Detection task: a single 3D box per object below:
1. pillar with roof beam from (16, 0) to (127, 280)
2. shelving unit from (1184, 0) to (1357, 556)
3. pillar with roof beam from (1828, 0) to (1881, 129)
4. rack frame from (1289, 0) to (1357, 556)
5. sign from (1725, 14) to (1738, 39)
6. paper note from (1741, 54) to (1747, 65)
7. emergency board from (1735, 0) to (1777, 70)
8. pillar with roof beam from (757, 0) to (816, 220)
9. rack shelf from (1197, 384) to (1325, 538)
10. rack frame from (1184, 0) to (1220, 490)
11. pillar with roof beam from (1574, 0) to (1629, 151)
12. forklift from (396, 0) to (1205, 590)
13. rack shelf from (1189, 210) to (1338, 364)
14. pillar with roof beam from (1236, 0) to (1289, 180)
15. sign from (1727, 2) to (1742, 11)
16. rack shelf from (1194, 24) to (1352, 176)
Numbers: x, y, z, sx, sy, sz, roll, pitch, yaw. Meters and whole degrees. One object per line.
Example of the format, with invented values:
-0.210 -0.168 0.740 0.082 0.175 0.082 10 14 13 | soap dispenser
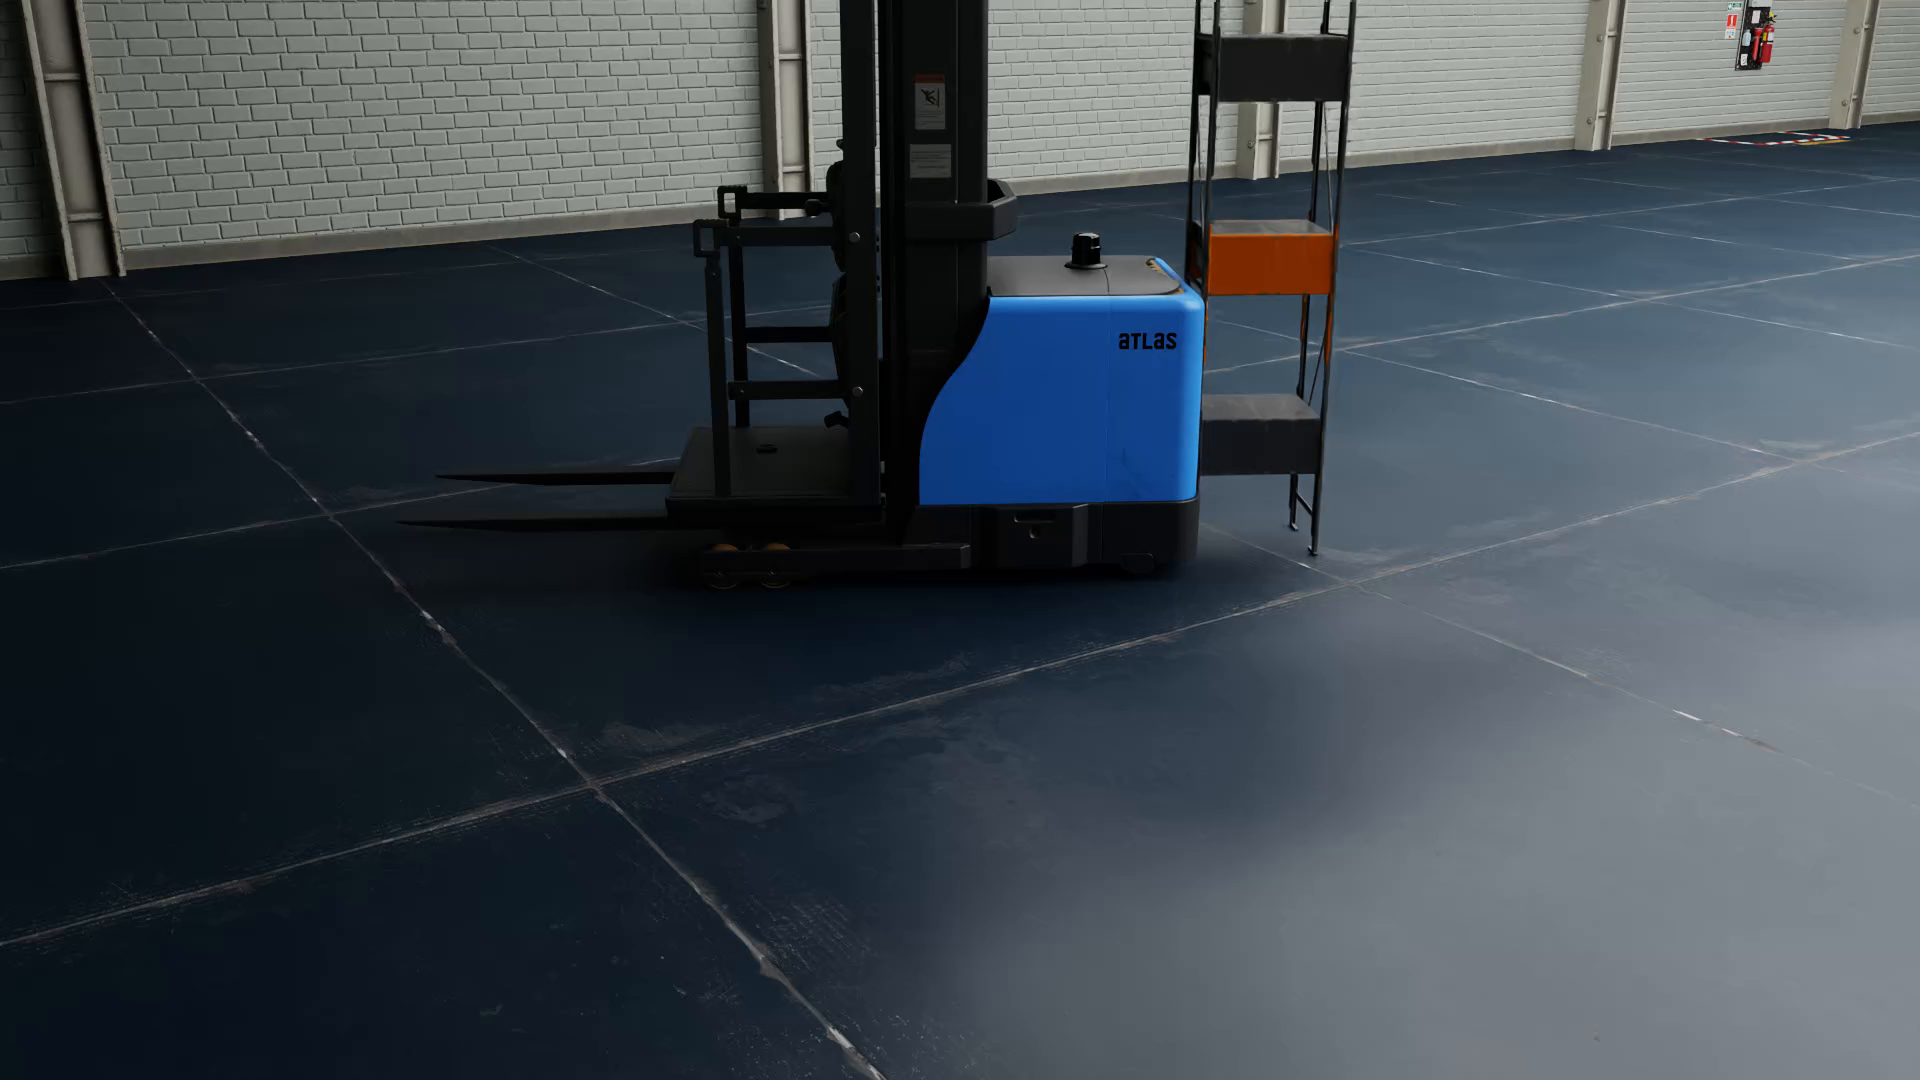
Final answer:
-4.264 -5.142 7.905 0.400 9.000 9.100 -12 22 -31 | pillar with roof beam
1.147 -0.993 6.402 0.503 2.100 0.431 -1 19 -3 | shelving unit
15.780 -9.370 20.409 0.400 9.000 9.100 -12 22 -31 | pillar with roof beam
1.391 -0.997 6.413 0.015 2.100 0.400 -1 19 -3 | rack frame
10.809 -7.201 23.306 0.234 0.329 0.001 -12 22 -31 | sign
11.142 -6.824 23.622 0.142 0.148 0.016 -12 22 -31 | paper note
11.328 -7.254 23.518 0.643 1.169 0.194 -12 22 -31 | emergency board
0.747 -6.199 11.031 0.400 9.000 9.100 -12 22 -31 | pillar with roof beam
1.147 -0.317 6.631 0.480 0.518 0.431 -1 19 -3 | rack shelf
0.903 -0.989 6.391 0.015 2.100 0.400 -1 19 -3 | rack frame
10.769 -8.313 17.283 0.400 9.000 9.100 -12 22 -31 | pillar with roof beam
-0.630 -1.378 6.245 3.031 2.935 1.130 -1 19 -3 | forklift
1.147 -0.980 6.406 0.480 0.518 0.431 -1 19 -3 | rack shelf
5.758 -7.256 14.157 0.400 9.000 9.100 -12 22 -31 | pillar with roof beam
10.818 -7.451 23.217 0.331 0.109 0.001 -12 22 -31 | sign
1.147 -1.643 6.182 0.480 0.518 0.431 -1 19 -3 | rack shelf
